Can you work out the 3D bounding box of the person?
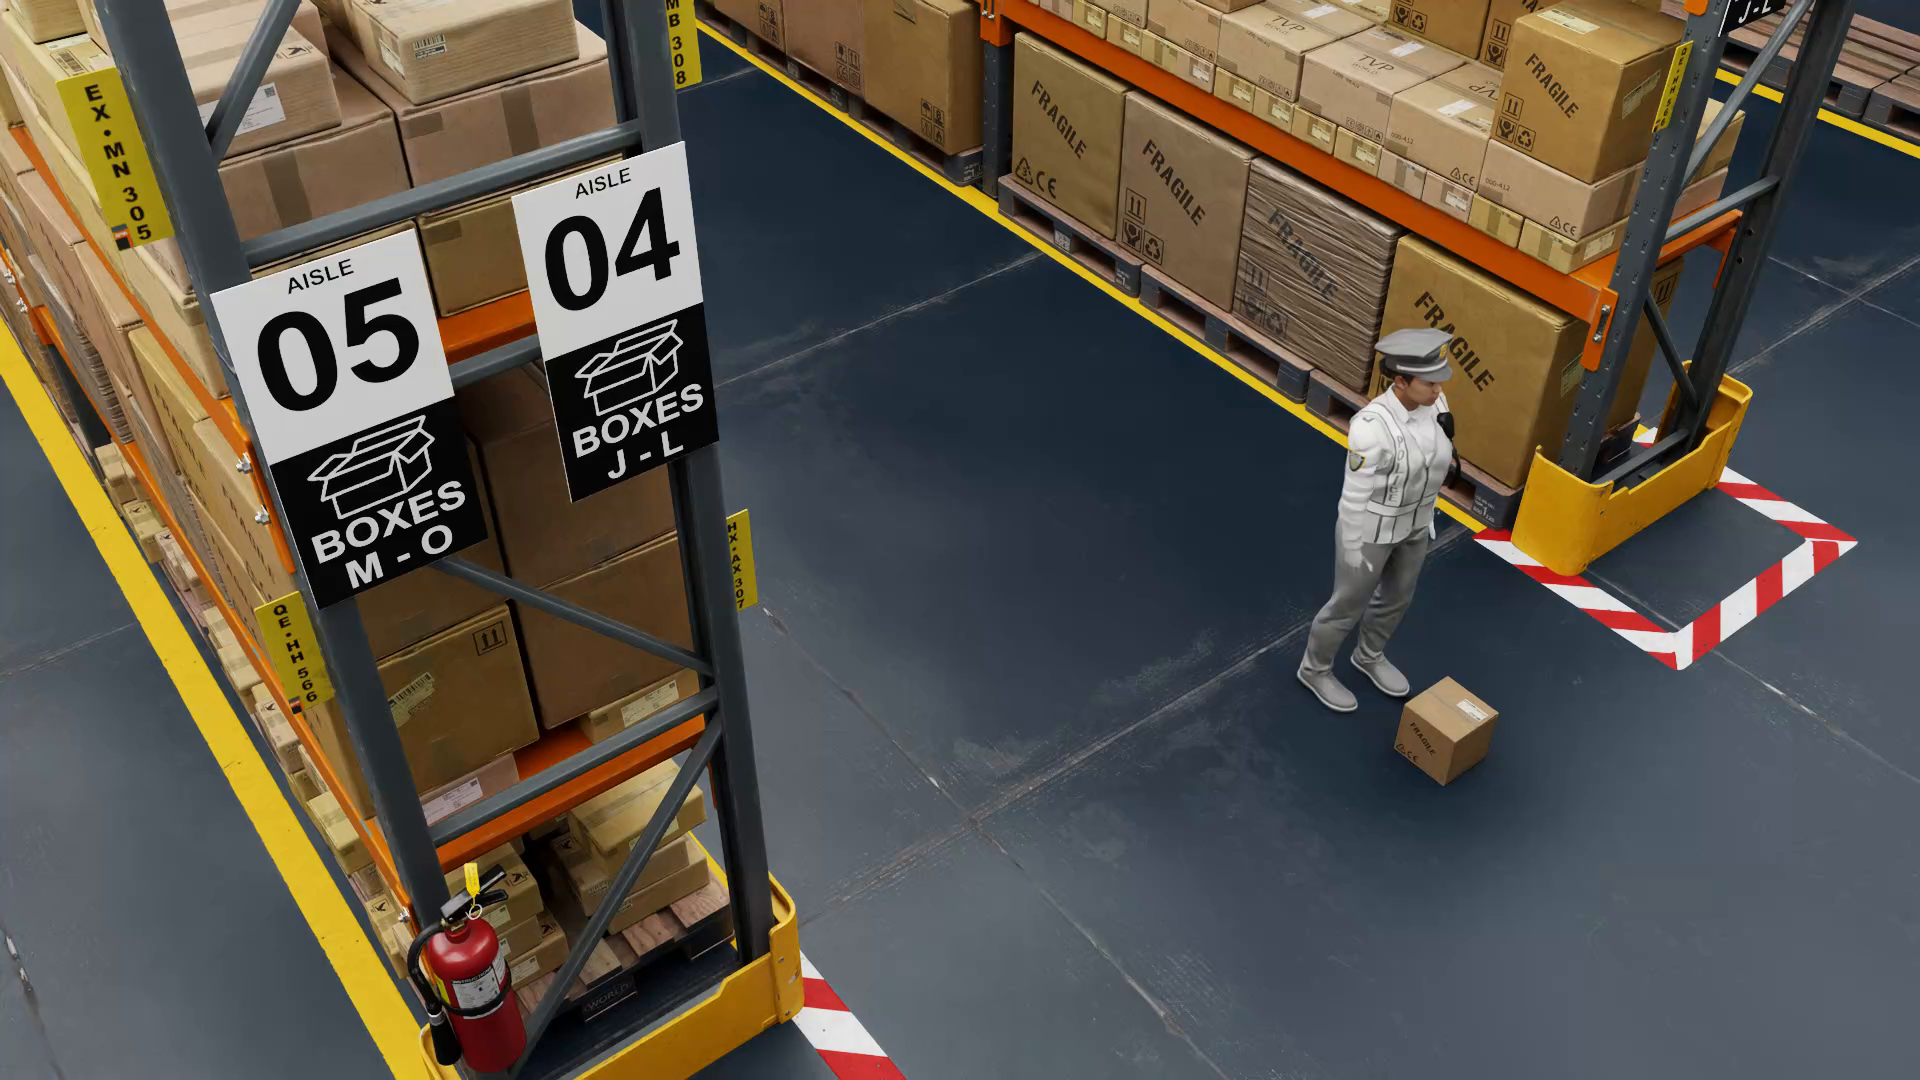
[{"bbox_3d":[1.604,-0.054,6.207,0.469,1.683,0.356,-25,47,-27],"label":"person"}]
